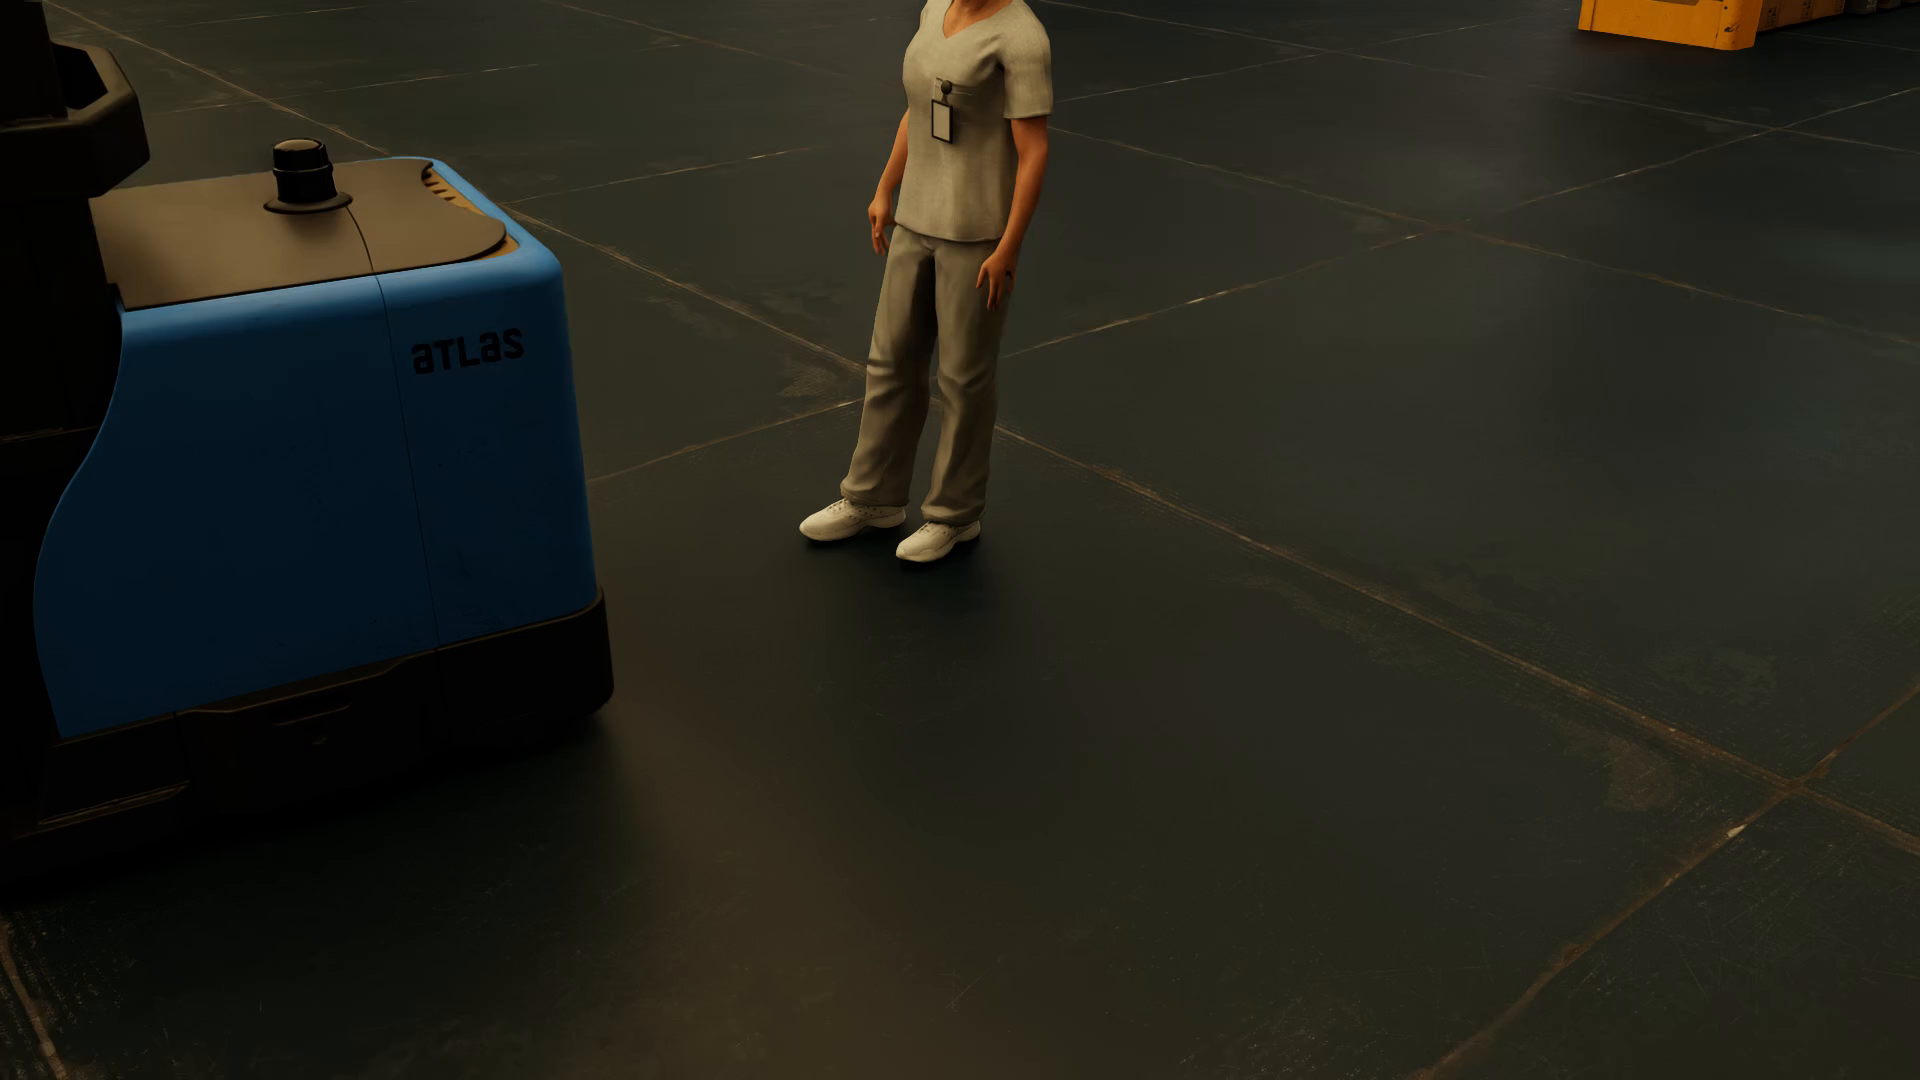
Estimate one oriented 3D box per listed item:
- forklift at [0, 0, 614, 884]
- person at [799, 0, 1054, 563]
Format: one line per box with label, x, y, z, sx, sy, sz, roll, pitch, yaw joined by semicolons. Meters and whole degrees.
forklift;-2.301;-0.765;2.744;3.031;2.935;1.130;-14;30;-26
person;-0.065;-0.736;4.094;0.548;1.663;0.550;-20;33;-35
